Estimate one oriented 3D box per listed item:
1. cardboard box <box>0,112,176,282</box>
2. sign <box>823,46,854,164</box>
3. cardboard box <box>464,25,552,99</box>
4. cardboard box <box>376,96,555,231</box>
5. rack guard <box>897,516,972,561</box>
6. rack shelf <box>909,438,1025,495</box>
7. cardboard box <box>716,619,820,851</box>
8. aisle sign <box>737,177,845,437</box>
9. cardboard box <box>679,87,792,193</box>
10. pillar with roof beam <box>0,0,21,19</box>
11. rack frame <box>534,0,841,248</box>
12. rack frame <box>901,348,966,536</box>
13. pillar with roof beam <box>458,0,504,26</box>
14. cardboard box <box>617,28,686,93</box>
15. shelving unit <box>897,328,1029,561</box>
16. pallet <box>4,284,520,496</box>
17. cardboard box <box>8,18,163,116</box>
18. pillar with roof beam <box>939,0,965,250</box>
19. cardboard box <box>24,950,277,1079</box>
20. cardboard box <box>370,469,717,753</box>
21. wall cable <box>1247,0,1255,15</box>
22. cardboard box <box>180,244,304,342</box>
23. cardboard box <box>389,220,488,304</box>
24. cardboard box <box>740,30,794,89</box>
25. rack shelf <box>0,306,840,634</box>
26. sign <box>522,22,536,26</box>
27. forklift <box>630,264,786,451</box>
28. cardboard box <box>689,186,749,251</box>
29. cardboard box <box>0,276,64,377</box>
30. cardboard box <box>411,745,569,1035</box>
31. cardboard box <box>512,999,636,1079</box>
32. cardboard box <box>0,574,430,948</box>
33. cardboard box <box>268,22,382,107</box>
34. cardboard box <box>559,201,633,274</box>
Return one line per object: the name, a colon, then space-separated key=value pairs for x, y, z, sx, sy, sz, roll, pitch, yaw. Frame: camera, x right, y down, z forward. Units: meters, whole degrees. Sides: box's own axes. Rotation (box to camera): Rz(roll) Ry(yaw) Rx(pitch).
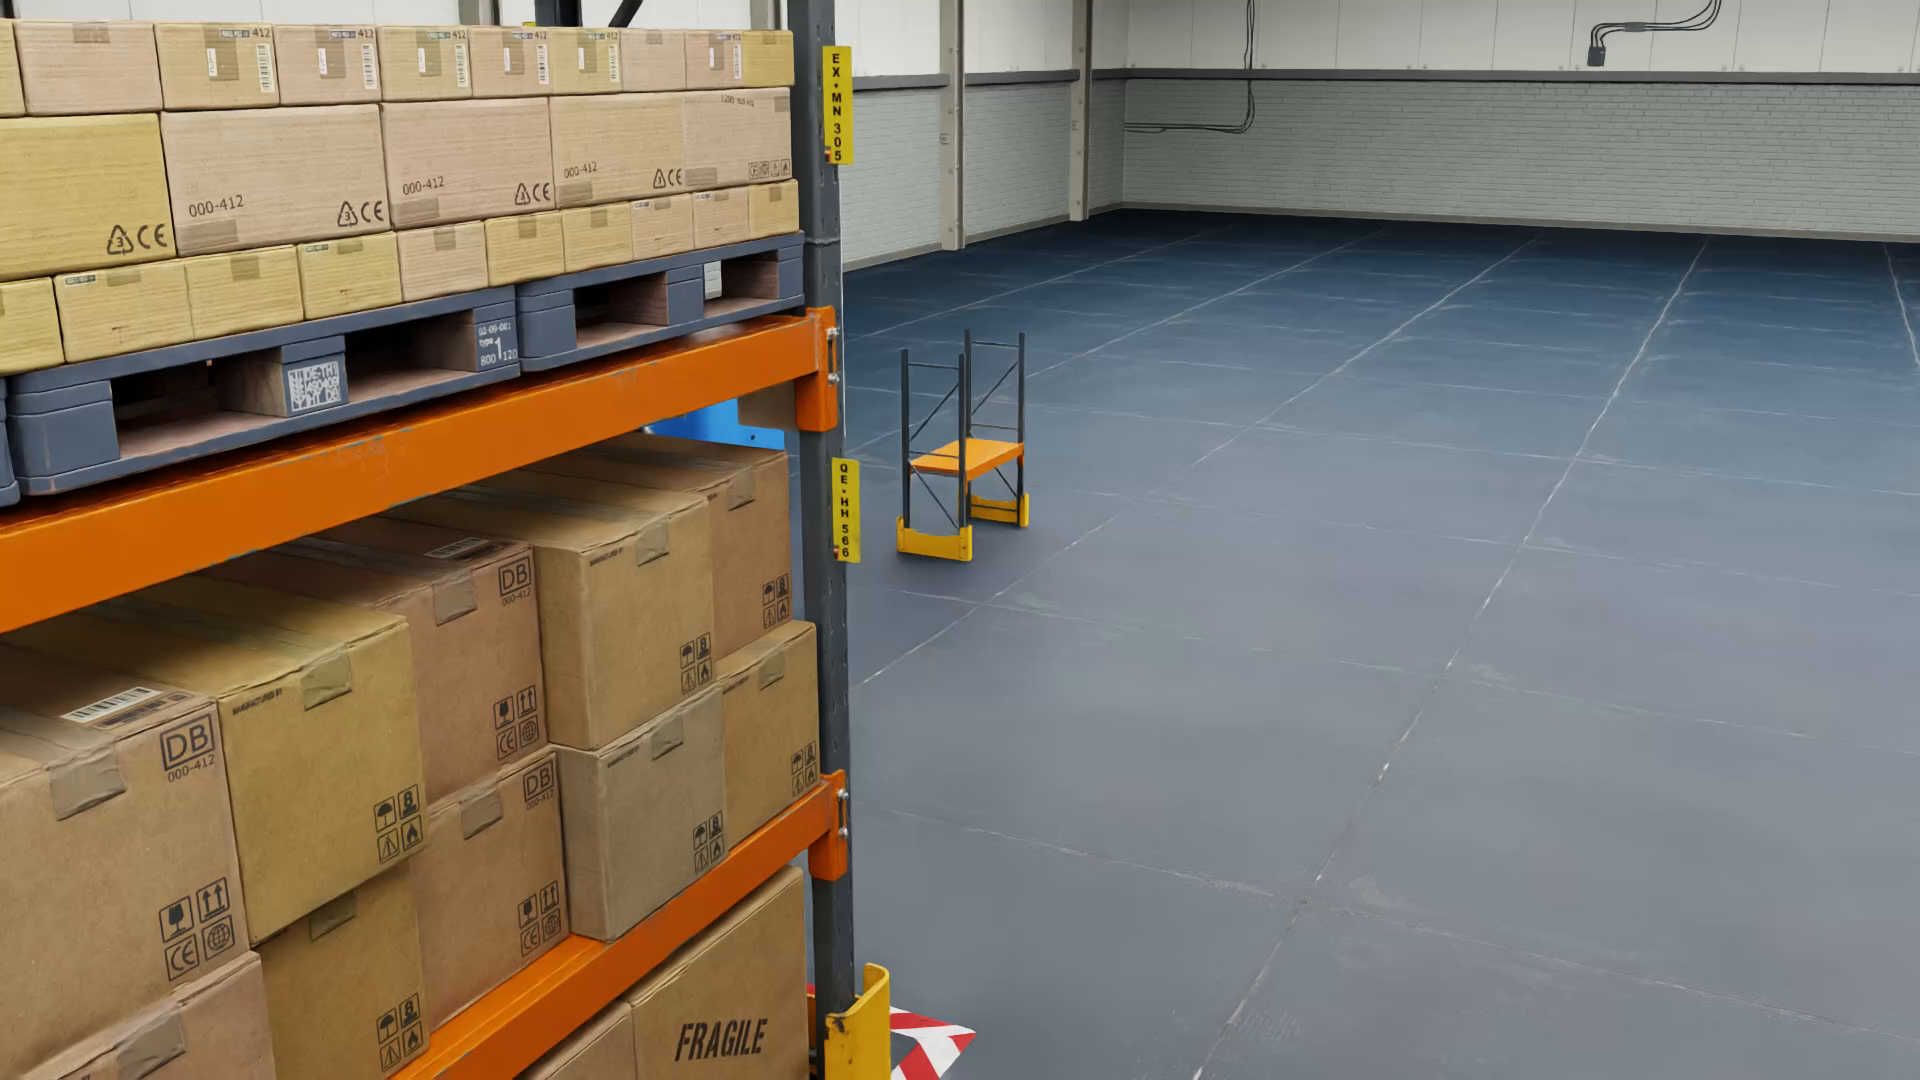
cardboard box: x=-1.701 y=-0.579 z=2.766 sx=0.500 sy=0.250 sz=0.500 roll=8 pitch=18 yaw=25
sign: x=-0.352 y=-1.246 z=4.766 sx=0.100 sy=0.325 sz=0.005 roll=8 pitch=18 yaw=25
cardboard box: x=-1.133 y=-1.056 z=3.670 sx=0.380 sy=0.149 sz=0.250 roll=8 pitch=18 yaw=26
cardboard box: x=-1.250 y=-0.837 z=3.632 sx=0.500 sy=0.250 sz=0.500 roll=8 pitch=18 yaw=25
rack guard: x=-0.188 y=-0.012 z=12.127 sx=0.587 sy=0.250 sz=0.087 roll=8 pitch=18 yaw=25
rack shelf: x=0.038 y=-0.568 z=12.435 sx=0.538 sy=0.185 sz=1.000 roll=8 pitch=18 yaw=25
cardboard box: x=-0.957 y=0.534 z=5.194 sx=0.875 sy=0.550 sz=0.550 roll=8 pitch=18 yaw=25
aisle sign: x=-0.532 y=-0.720 z=5.115 sx=0.394 sy=0.787 sz=0.004 roll=8 pitch=18 yaw=25
cardboard box: x=-0.800 y=-1.092 z=4.491 sx=0.500 sy=0.250 sz=0.500 roll=8 pitch=18 yaw=26
pillar with roof beam: x=-4.332 y=-4.522 z=11.945 sx=9.100 sy=9.000 sz=0.400 roll=8 pitch=18 yaw=25
rack frame: x=-0.832 y=-2.370 z=4.698 sx=1.000 sy=3.000 sz=0.127 roll=8 pitch=18 yaw=25
rack frame: x=-0.189 y=-0.611 z=11.948 sx=0.500 sy=1.500 sz=0.032 roll=8 pitch=18 yaw=25
pillar with roof beam: x=-1.651 y=-6.051 z=17.091 sx=9.100 sy=9.000 sz=0.400 roll=8 pitch=18 yaw=25
cardboard box: x=-0.906 y=-1.185 z=4.106 sx=0.380 sy=0.149 sz=0.250 roll=8 pitch=19 yaw=26
shelving unit: x=0.034 y=-0.738 z=12.376 sx=0.587 sy=1.500 sz=1.083 roll=8 pitch=18 yaw=25
pallet: x=-1.698 y=-0.387 z=3.447 sx=1.003 sy=0.211 sz=1.213 roll=8 pitch=18 yaw=25
cardboard box: x=-1.585 y=-0.798 z=2.802 sx=0.380 sy=0.149 sz=0.250 roll=8 pitch=18 yaw=25
pillar with roof beam: x=3.711 y=-9.107 z=27.382 sx=9.100 sy=9.000 sz=0.400 roll=8 pitch=18 yaw=25
cardboard box: x=-1.893 y=1.092 z=3.316 sx=0.875 sy=0.550 sz=0.550 roll=8 pitch=18 yaw=25
cardboard box: x=-1.195 y=0.158 z=4.565 sx=0.875 sy=0.550 sz=0.550 roll=8 pitch=18 yaw=25
wall cable: x=7.460 y=-12.354 z=34.896 sx=3.097 sy=2.526 sz=0.112 roll=8 pitch=18 yaw=25
cardboard box: x=-1.473 y=-0.479 z=3.128 sx=0.380 sy=0.149 sz=0.250 roll=8 pitch=18 yaw=26
cardboard box: x=-1.245 y=-0.609 z=3.568 sx=0.380 sy=0.149 sz=0.250 roll=8 pitch=18 yaw=26
cardboard box: x=-0.678 y=-1.314 z=4.539 sx=0.380 sy=0.149 sz=0.250 roll=8 pitch=18 yaw=26
rack shelf: x=-1.725 y=-0.078 z=3.513 sx=1.077 sy=0.370 sz=4.000 roll=8 pitch=18 yaw=25
sign: x=-1.325 y=-1.461 z=5.233 sx=0.100 sy=0.325 sz=0.005 roll=8 pitch=18 yaw=25
forklift: x=-2.958 y=-2.004 z=14.125 sx=3.031 sy=2.935 sz=1.130 roll=11 pitch=20 yaw=34
cardboard box: x=-0.790 y=-0.869 z=4.441 sx=0.380 sy=0.149 sz=0.250 roll=8 pitch=18 yaw=26
cardboard box: x=-1.699 y=-0.351 z=2.697 sx=0.380 sy=0.149 sz=0.250 roll=8 pitch=18 yaw=24
cardboard box: x=-1.546 y=0.804 z=4.286 sx=0.875 sy=0.550 sz=0.550 roll=8 pitch=18 yaw=25
cardboard box: x=-1.467 y=1.729 z=4.430 sx=0.875 sy=0.875 sz=0.875 roll=8 pitch=18 yaw=25
cardboard box: x=-1.687 y=0.435 z=3.632 sx=0.875 sy=0.550 sz=0.500 roll=8 pitch=18 yaw=25
cardboard box: x=-1.360 y=-0.926 z=3.231 sx=0.380 sy=0.149 sz=0.250 roll=8 pitch=18 yaw=26
cardboard box: x=-1.018 y=-0.739 z=4.004 sx=0.380 sy=0.149 sz=0.250 roll=8 pitch=18 yaw=26
